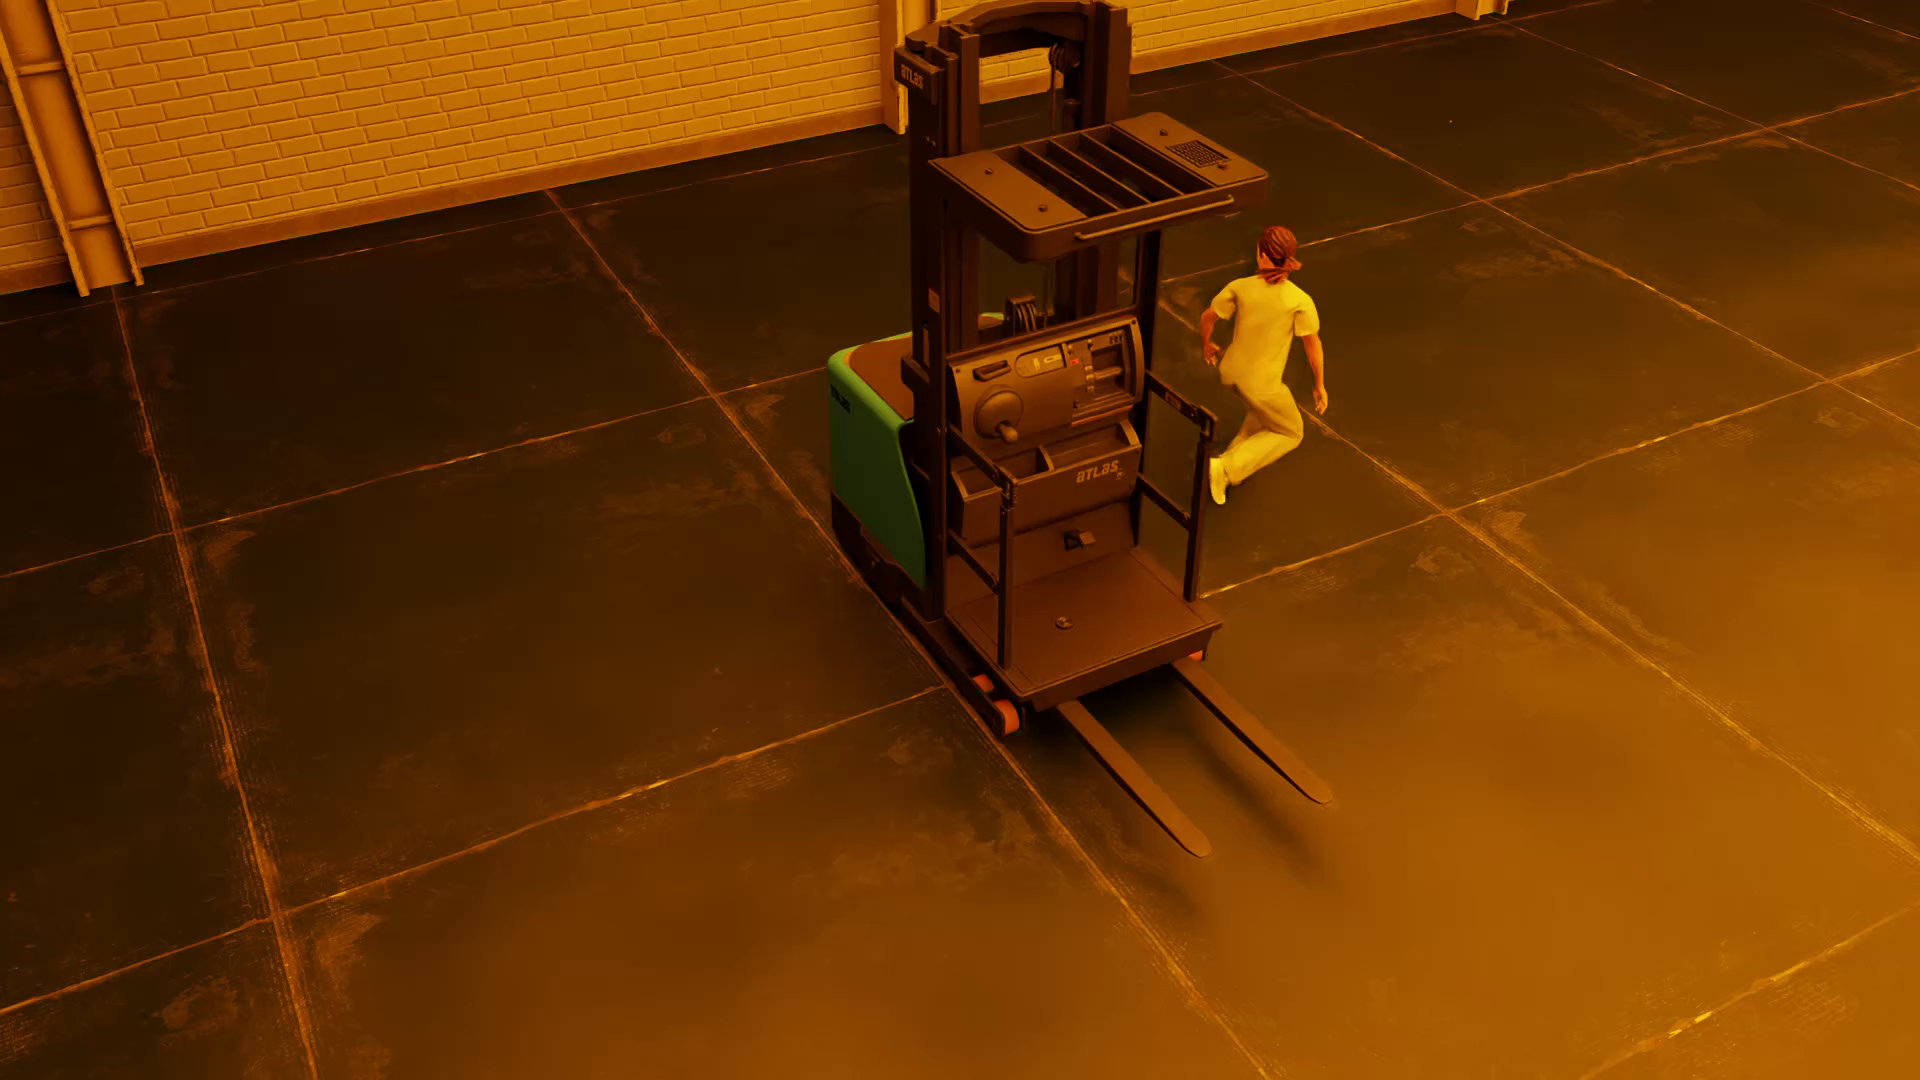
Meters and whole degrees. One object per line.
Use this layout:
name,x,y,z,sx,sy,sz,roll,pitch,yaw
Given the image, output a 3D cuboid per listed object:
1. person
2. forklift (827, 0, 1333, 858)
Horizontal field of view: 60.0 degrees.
person,1.532,-0.795,8.727,0.639,1.255,0.722,-27,43,-32
forklift,0.494,-0.626,7.008,1.130,2.935,3.031,-18,39,-23
